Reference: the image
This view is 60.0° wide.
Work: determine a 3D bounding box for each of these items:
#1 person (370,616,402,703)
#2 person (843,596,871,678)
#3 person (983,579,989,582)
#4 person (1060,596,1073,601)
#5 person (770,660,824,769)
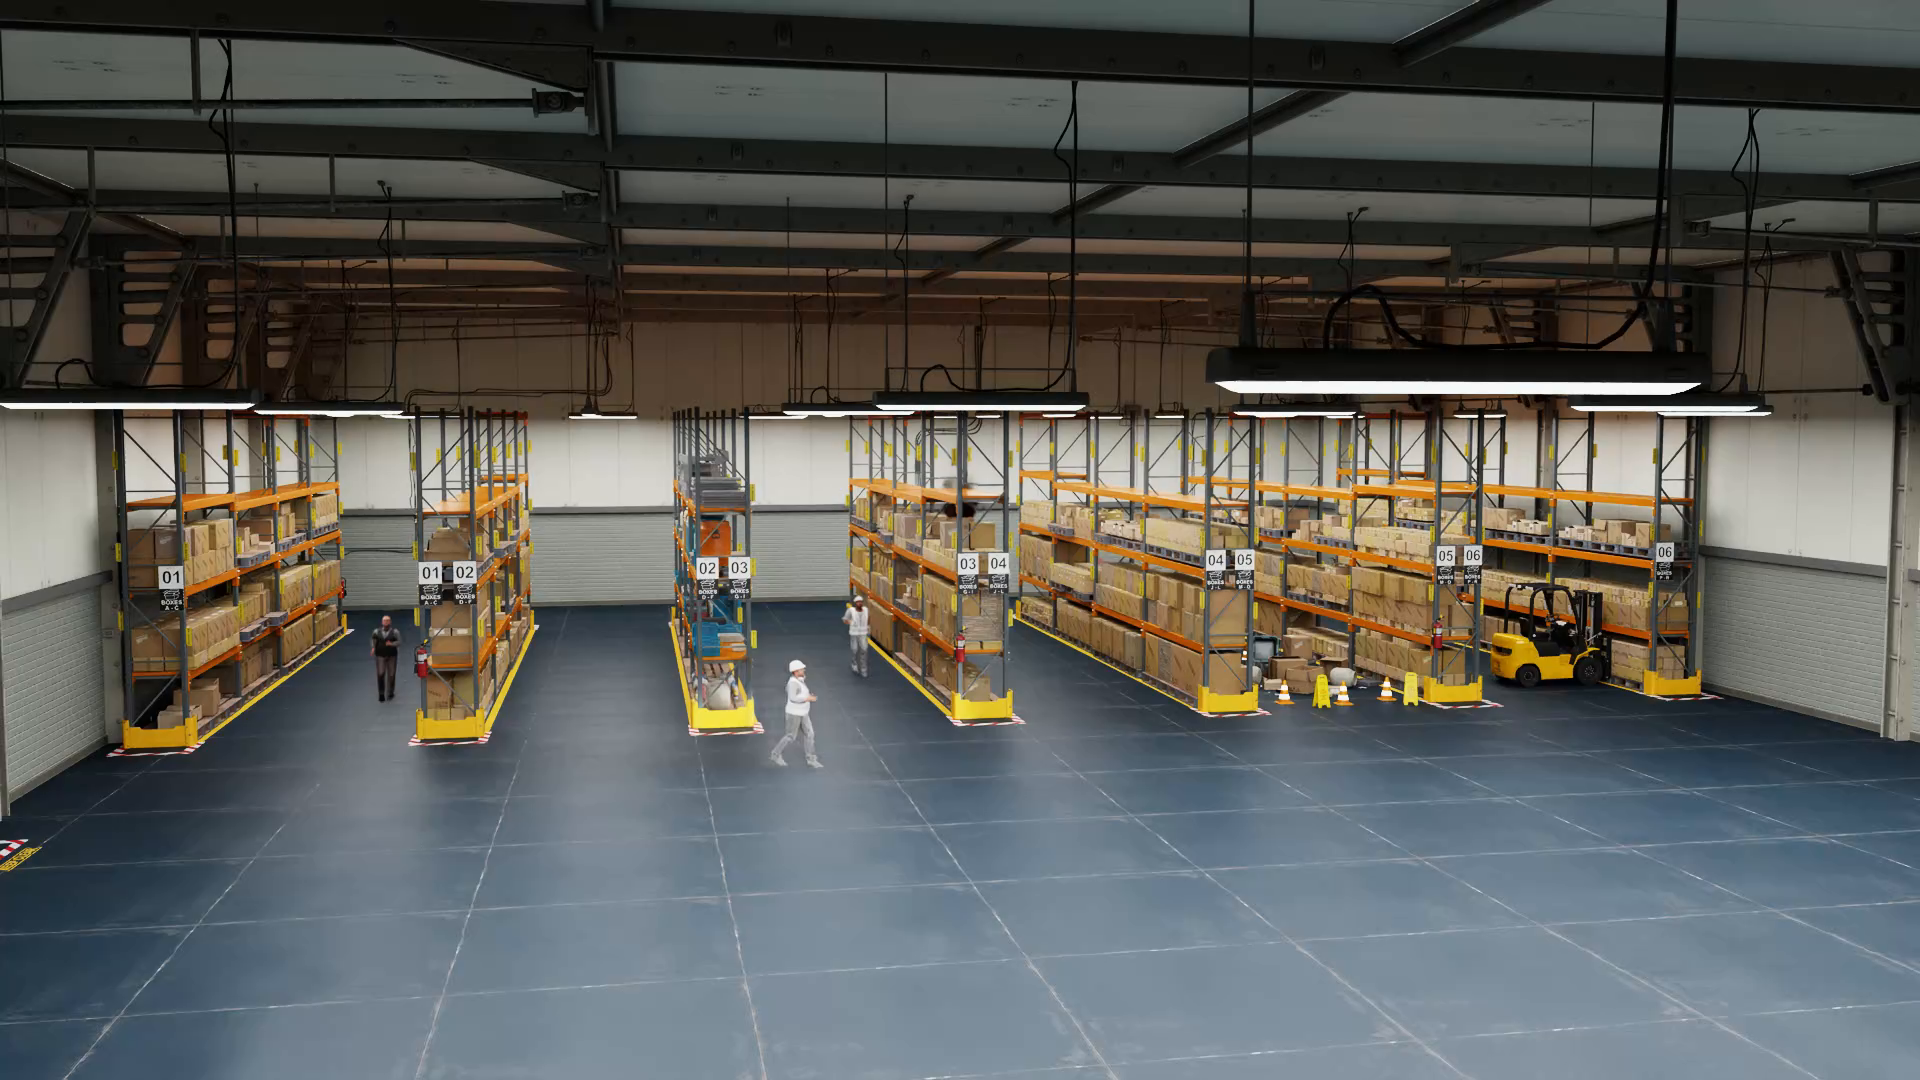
[{"bbox_3d":[-11.767,2.445,34.107,0.624,1.777,0.752,-1,4,-19],"label":"person"},{"bbox_3d":[-2.307,2.170,37.522,0.658,1.837,0.798,-1,4,-11],"label":"person"},{"bbox_3d":[0.515,1.467,47.835,0.669,1.633,0.945,1,4,18],"label":"person"},{"bbox_3d":[3.200,1.344,49.485,0.729,1.735,0.541,-4,5,-42],"label":"person"},{"bbox_3d":[-2.699,2.877,27.359,0.876,1.812,0.651,1,4,14],"label":"person"}]
